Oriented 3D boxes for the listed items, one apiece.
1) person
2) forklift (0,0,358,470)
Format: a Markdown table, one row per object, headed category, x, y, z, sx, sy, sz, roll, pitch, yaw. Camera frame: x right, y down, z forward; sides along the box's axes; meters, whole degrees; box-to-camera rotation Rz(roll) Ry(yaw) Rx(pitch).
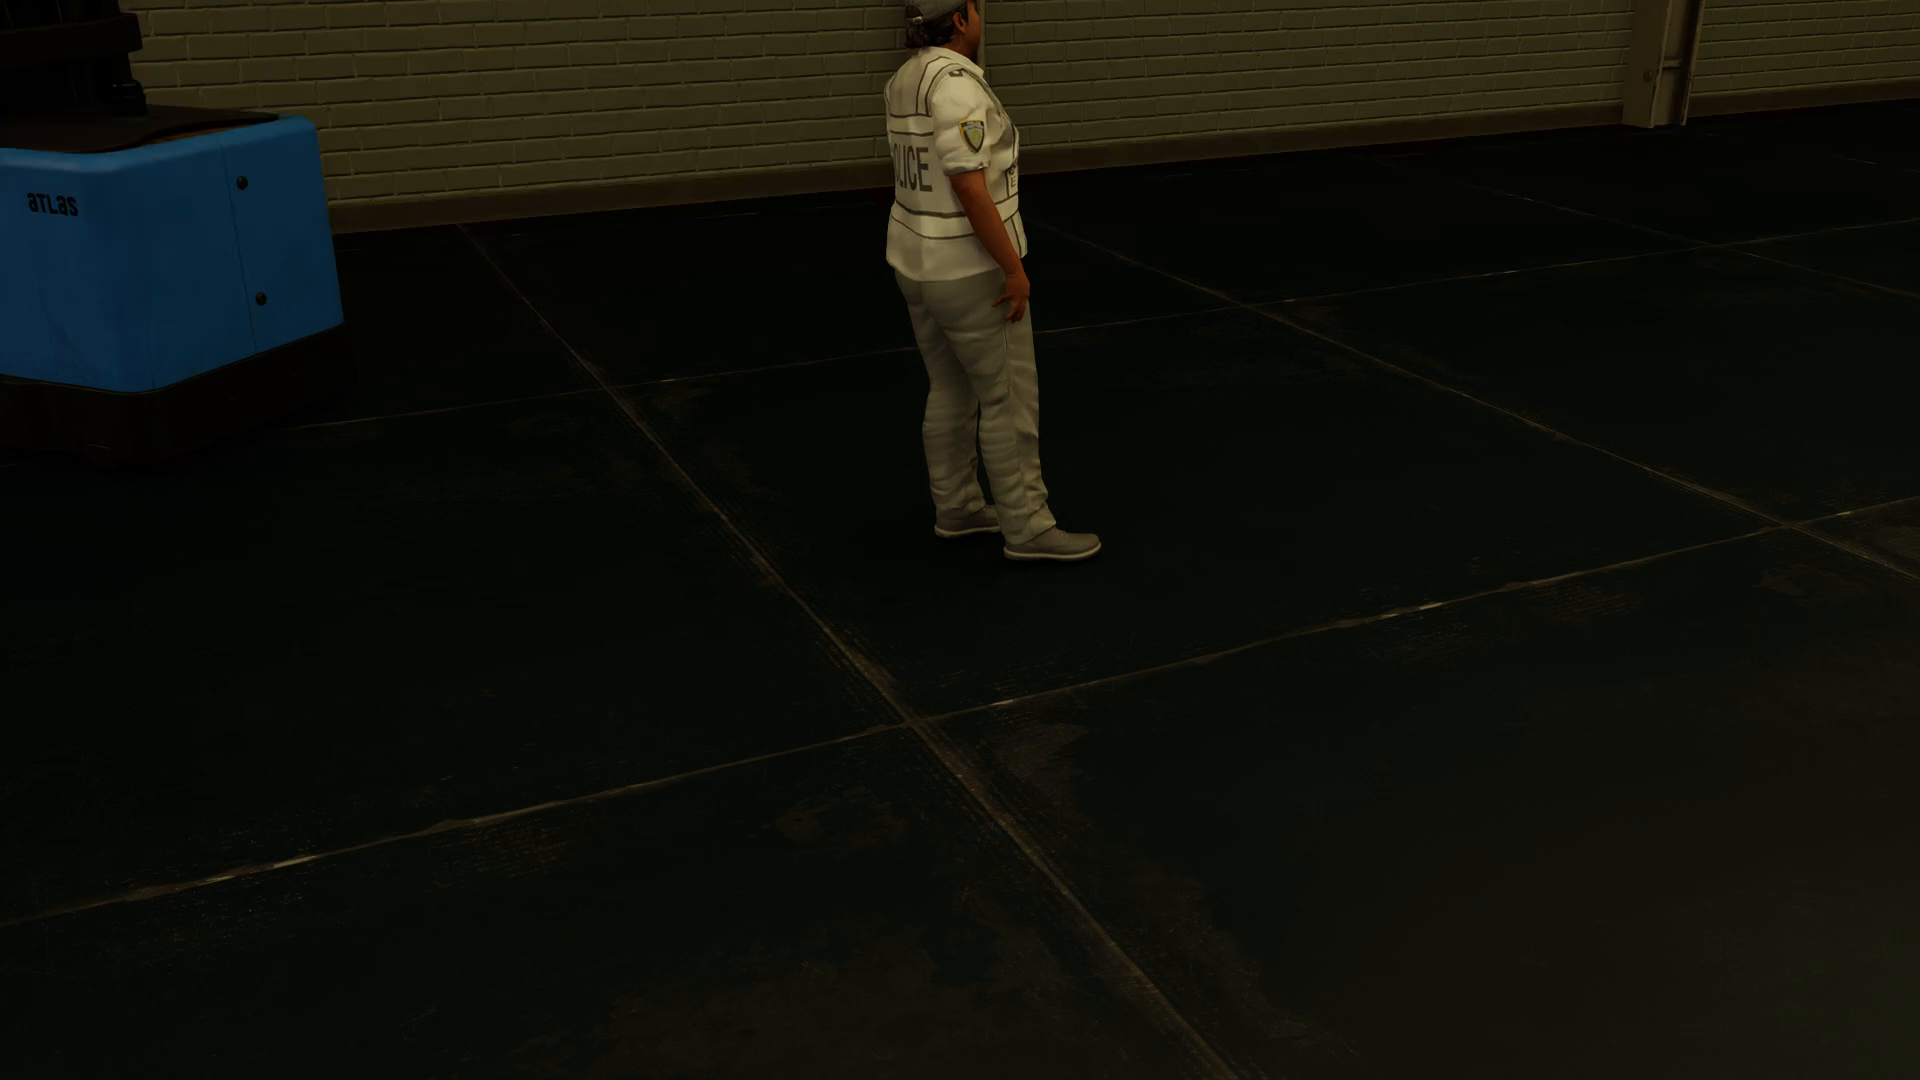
| category | x | y | z | sx | sy | sz | roll | pitch | yaw |
| --- | --- | --- | --- | --- | --- | --- | --- | --- | --- |
| person | 0.079 | -0.781 | 4.795 | 0.529 | 1.670 | 0.599 | -10 | 25 | -23 |
| forklift | -3.874 | -1.936 | 5.948 | 3.031 | 2.935 | 1.130 | 9 | 24 | 20 |
